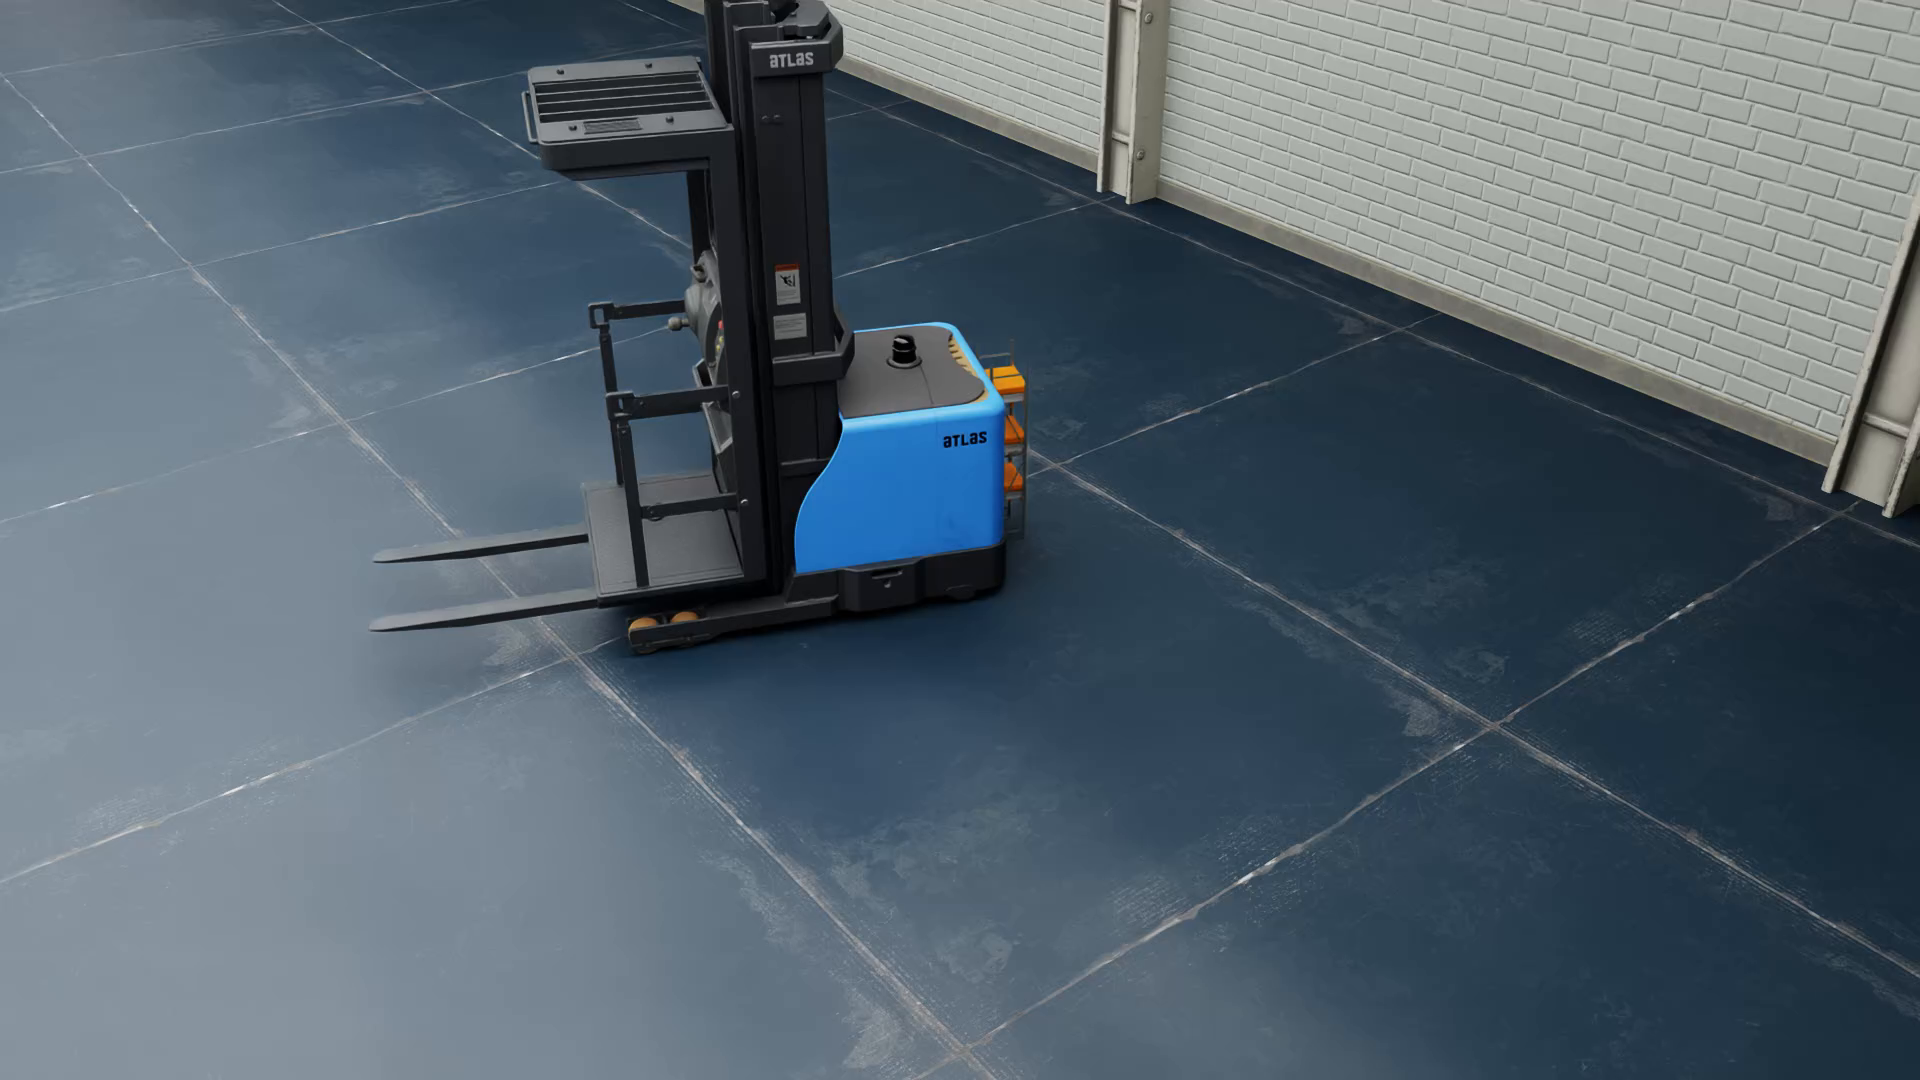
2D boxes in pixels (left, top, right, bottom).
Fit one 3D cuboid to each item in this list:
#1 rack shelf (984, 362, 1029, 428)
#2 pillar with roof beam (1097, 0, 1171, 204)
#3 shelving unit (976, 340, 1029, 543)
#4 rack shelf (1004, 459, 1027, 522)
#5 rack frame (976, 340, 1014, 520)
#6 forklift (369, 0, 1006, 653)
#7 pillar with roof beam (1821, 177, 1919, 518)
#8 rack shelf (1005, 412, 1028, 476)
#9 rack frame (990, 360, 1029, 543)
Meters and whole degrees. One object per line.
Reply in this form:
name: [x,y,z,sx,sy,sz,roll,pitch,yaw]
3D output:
rack shelf: [0.209,-0.719,8.394,0.215,0.259,0.240,-9,33,-13]
pillar with roof beam: [-2.075,-5.177,8.557,9.100,9.000,0.400,-22,38,-31]
shelving unit: [0.209,-0.486,8.538,0.215,1.050,0.252,-9,33,-13]
rack shelf: [0.209,-0.241,8.690,0.215,0.259,0.240,-9,33,-13]
rack frame: [0.176,-0.548,8.638,0.200,1.050,0.008,-9,33,-13]
forklift: [-1.348,-1.018,7.612,3.031,2.935,1.130,-8,33,-13]
pillar with roof beam: [1.604,-2.677,4.530,9.100,9.000,0.400,-22,38,-31]
rack shelf: [0.209,-0.477,8.544,0.215,0.259,0.240,-9,33,-13]
rack frame: [0.243,-0.425,8.439,0.200,1.050,0.008,-9,33,-13]
